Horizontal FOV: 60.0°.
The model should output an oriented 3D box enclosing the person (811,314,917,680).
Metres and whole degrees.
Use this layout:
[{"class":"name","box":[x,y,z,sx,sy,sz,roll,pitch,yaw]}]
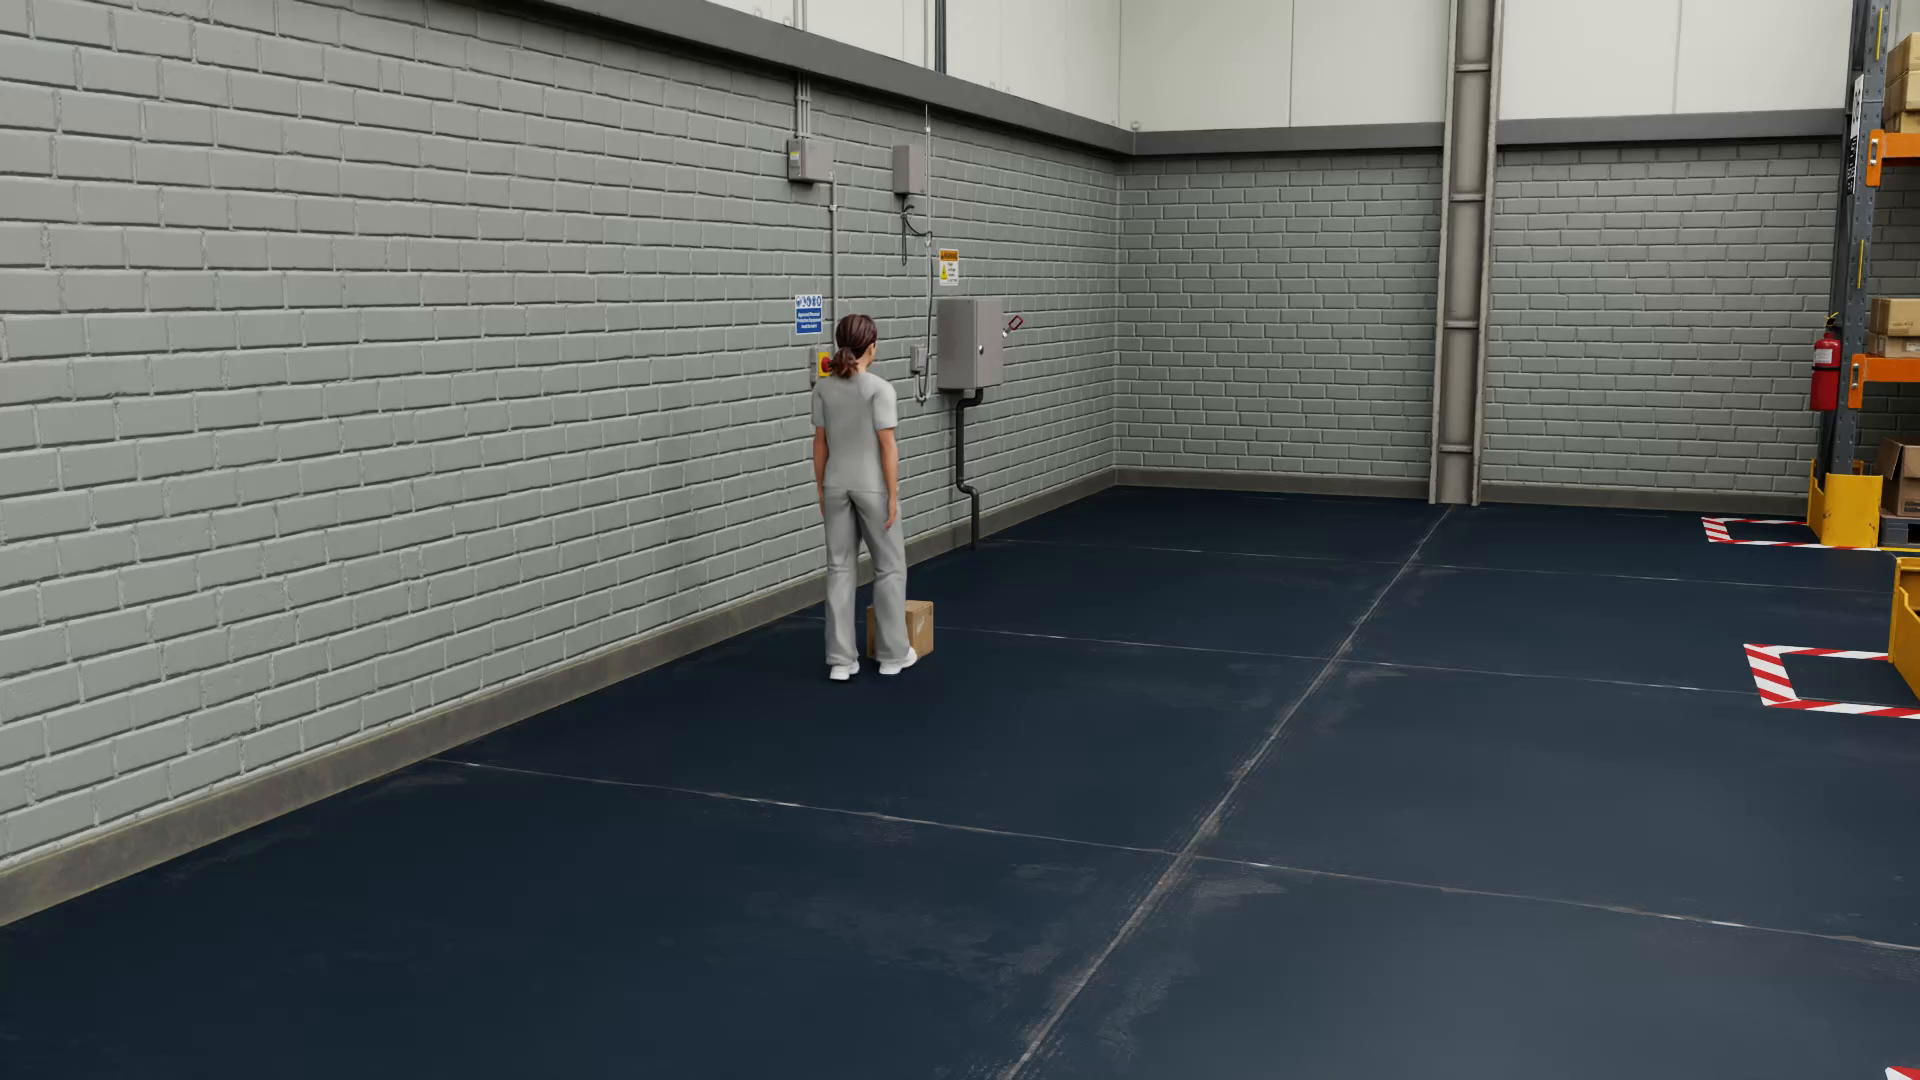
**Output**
[{"class":"person","box":[-0.443,-0.205,7.692,0.442,1.670,0.520,4,9,22]}]
